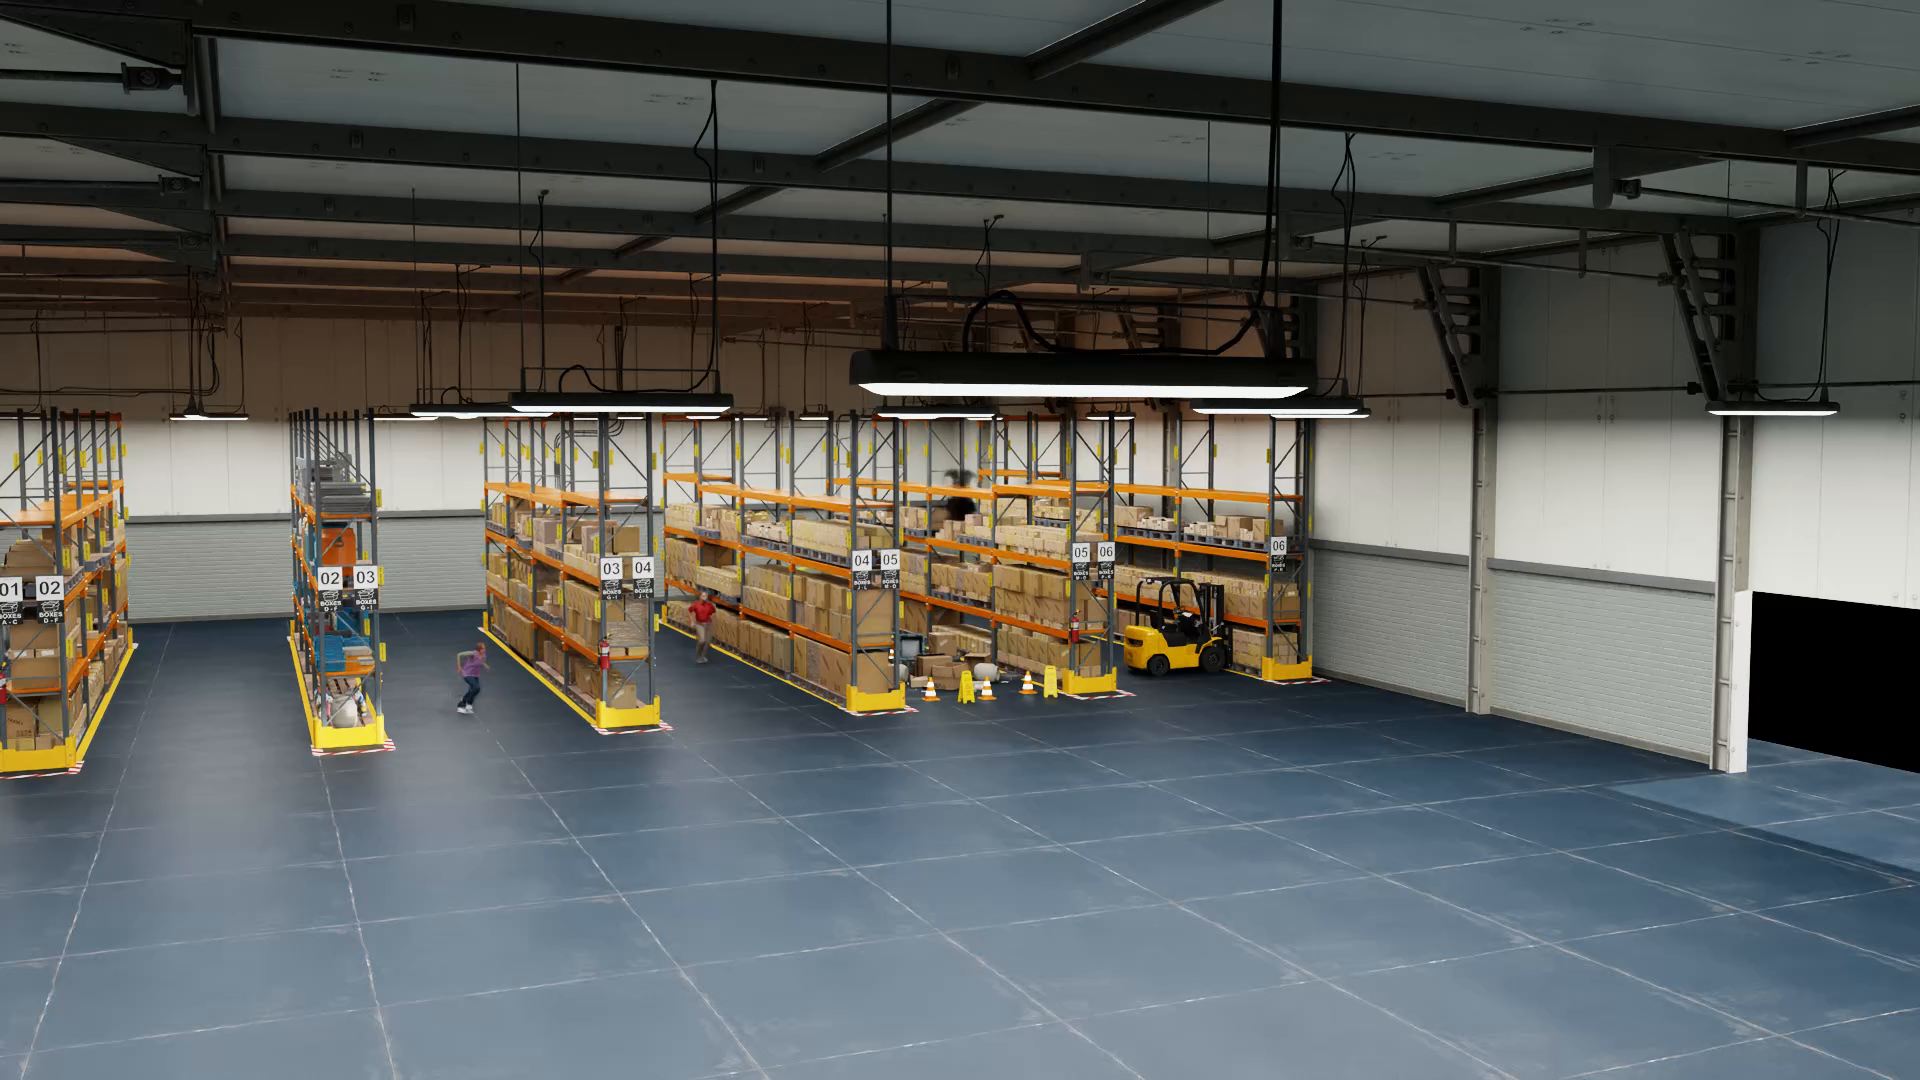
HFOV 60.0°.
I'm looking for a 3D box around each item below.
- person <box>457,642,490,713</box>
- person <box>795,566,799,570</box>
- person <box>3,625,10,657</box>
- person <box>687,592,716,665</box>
[{"bbox_3d":[-9.593,2.702,32.632,0.868,1.436,0.581,3,5,34],"label":"person"},{"bbox_3d":[-4.582,1.584,47.049,0.932,1.662,0.721,2,5,29],"label":"person"},{"bbox_3d":[-23.463,2.076,40.858,0.536,1.601,0.709,-3,5,-38],"label":"person"},{"bbox_3d":[-6.099,2.102,39.569,0.654,1.732,0.694,-2,5,-28],"label":"person"}]
